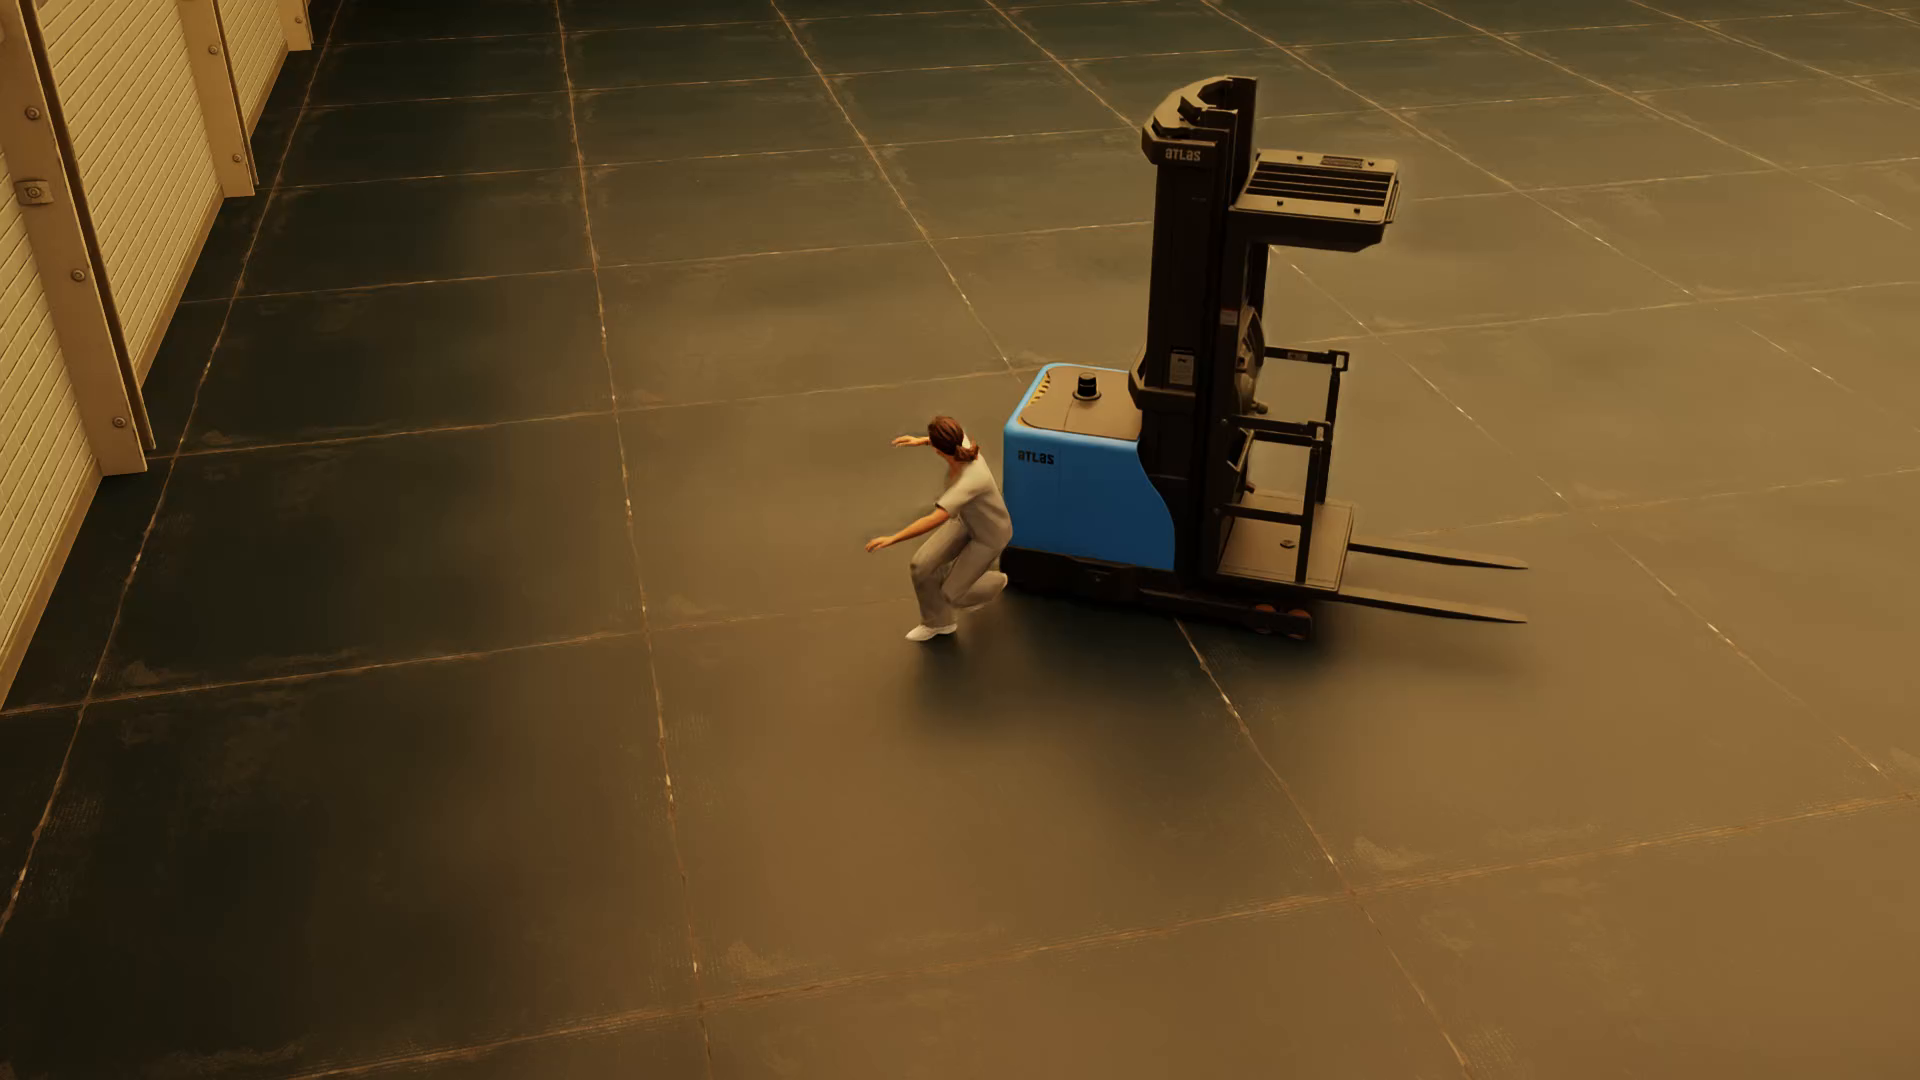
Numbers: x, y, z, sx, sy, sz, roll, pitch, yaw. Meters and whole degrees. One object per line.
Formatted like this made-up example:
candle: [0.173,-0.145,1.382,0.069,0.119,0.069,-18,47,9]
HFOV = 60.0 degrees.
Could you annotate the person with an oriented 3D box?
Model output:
person: [-0.164,-0.064,9.237,1.016,1.406,0.698,-17,34,-26]

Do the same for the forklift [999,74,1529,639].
forklift: [1.810,-1.000,9.301,3.031,2.935,1.130,9,31,15]
